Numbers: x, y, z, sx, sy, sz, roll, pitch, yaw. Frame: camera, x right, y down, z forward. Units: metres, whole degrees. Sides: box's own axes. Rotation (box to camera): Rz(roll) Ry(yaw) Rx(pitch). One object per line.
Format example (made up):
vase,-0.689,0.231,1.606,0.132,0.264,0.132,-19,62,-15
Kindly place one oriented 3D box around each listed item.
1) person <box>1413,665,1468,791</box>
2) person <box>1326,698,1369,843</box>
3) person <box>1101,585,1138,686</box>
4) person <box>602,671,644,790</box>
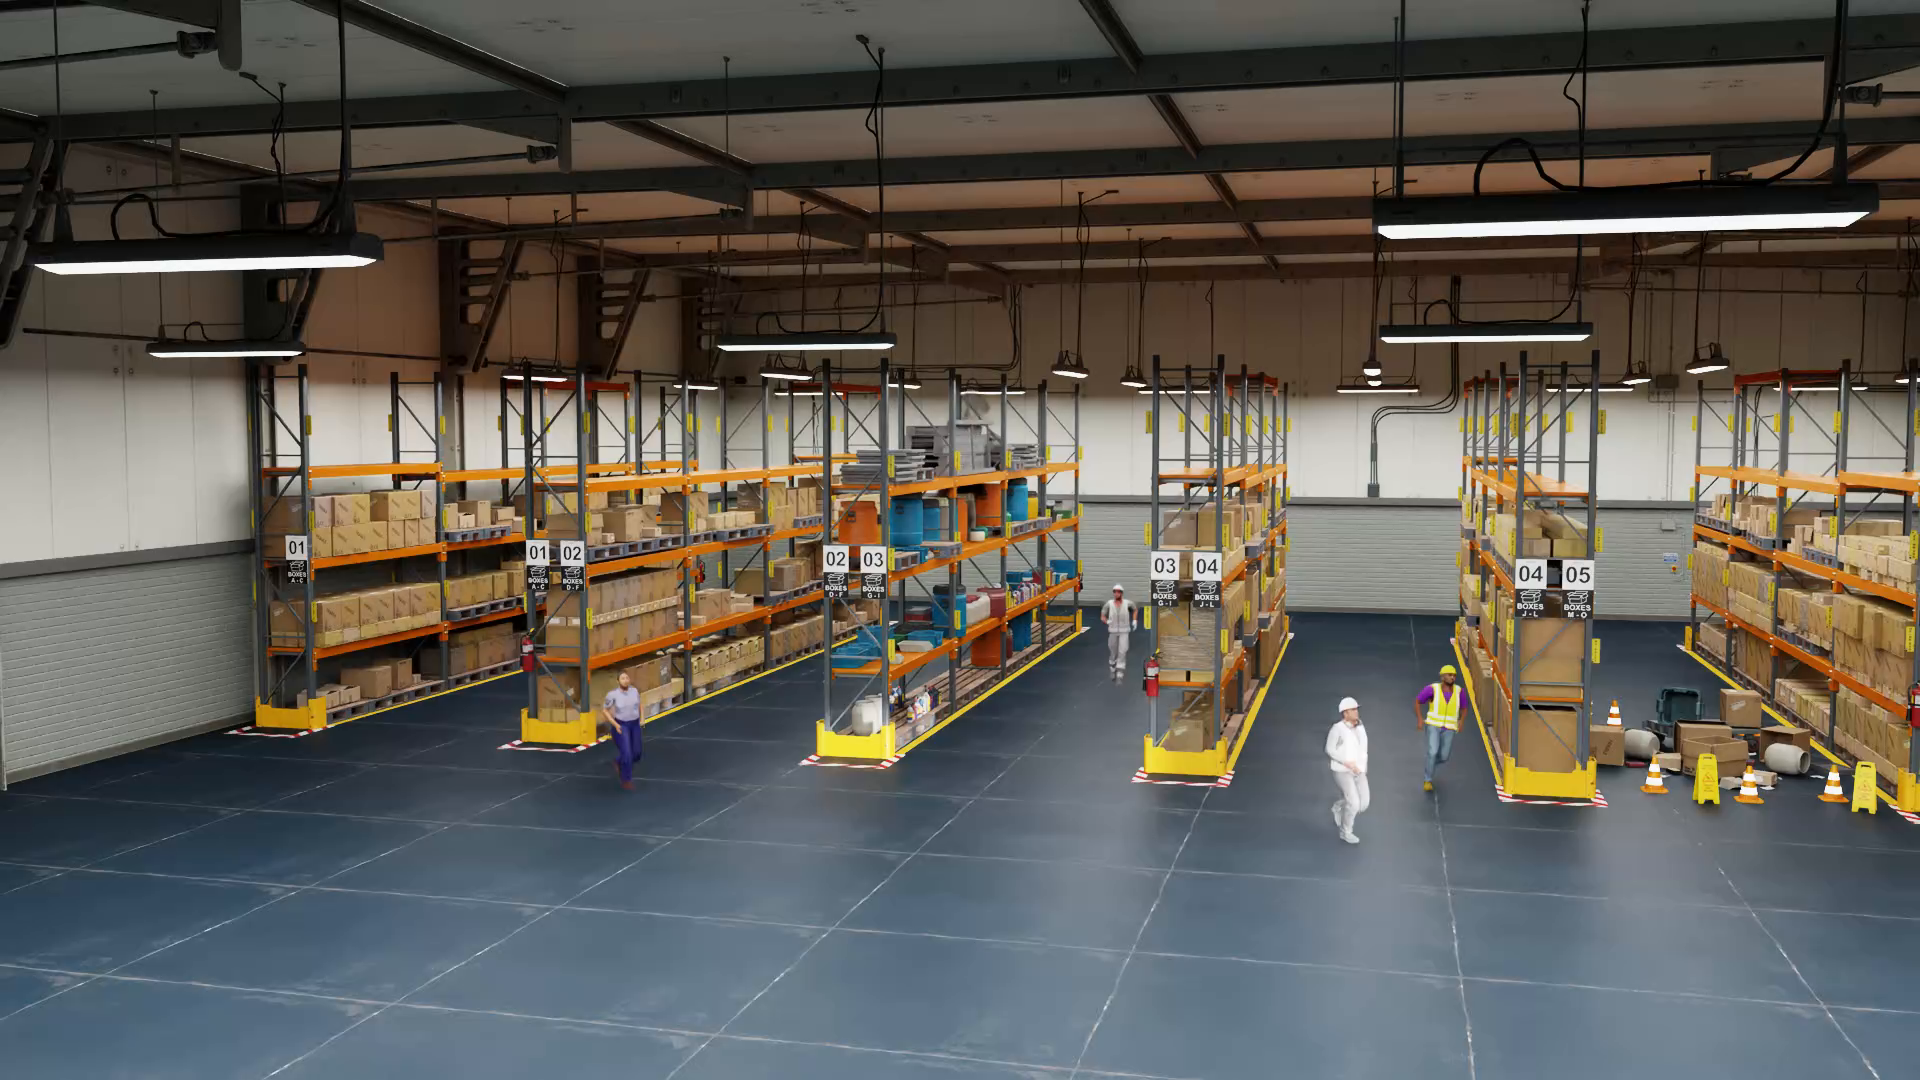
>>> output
person,6.654,2.572,23.013,0.743,1.708,0.650,0,4,3
person,4.680,2.759,20.073,0.684,1.731,0.612,-3,5,-34
person,2.909,1.716,30.415,0.669,1.804,0.911,1,4,9
person,-4.671,2.621,23.057,0.582,1.625,0.585,-3,5,-41
